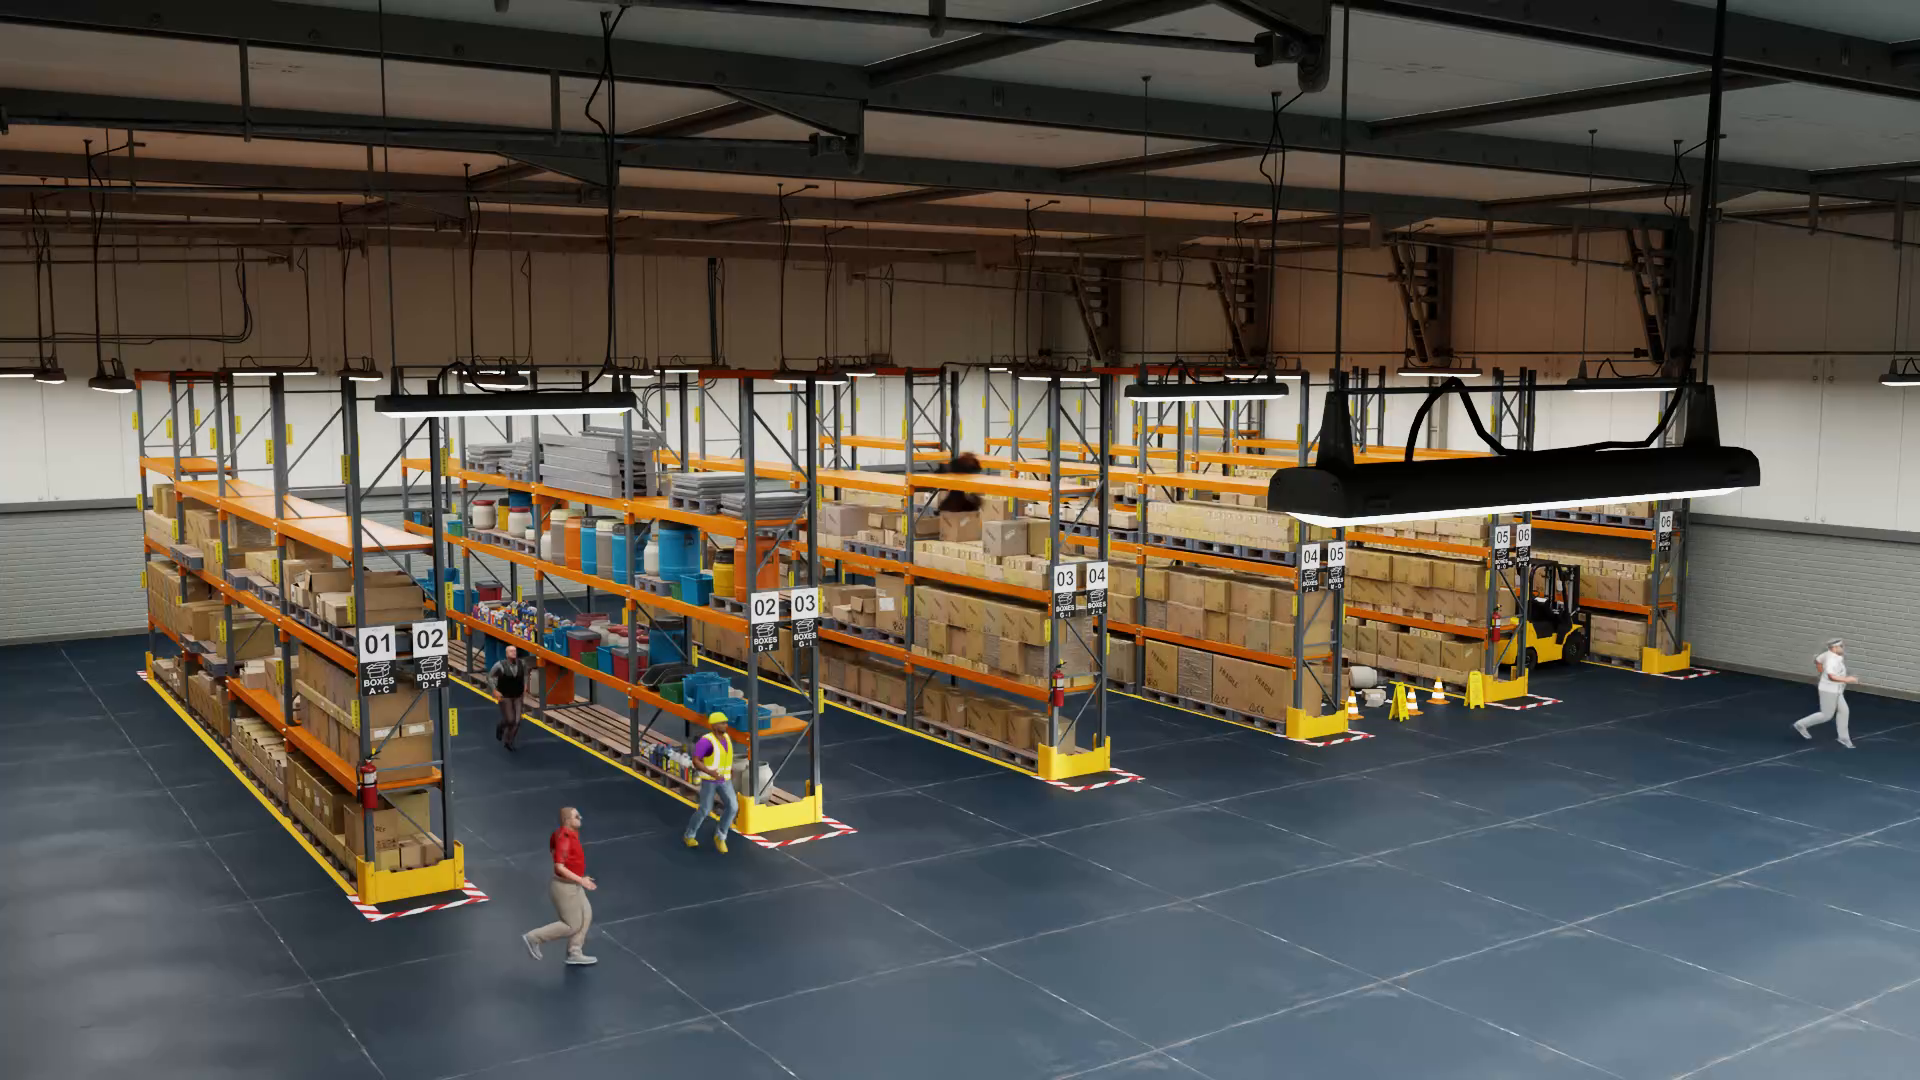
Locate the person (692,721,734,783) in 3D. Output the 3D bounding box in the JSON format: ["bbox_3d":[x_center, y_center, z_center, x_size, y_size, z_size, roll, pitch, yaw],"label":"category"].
[{"bbox_3d":[-3.096,2.686,21.198,0.575,0.897,0.764,5,8,38],"label":"person"}]

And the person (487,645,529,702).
[{"bbox_3d":[-7.143,2.119,26.493,0.672,0.889,0.476,-5,8,-40],"label":"person"}]

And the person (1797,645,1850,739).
[{"bbox_3d":[13.944,2.429,26.793,0.776,1.529,0.659,3,7,27],"label":"person"}]

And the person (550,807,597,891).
[{"bbox_3d":[-3.983,3.173,17.103,0.465,0.883,0.654,-2,7,-13],"label":"person"}]
